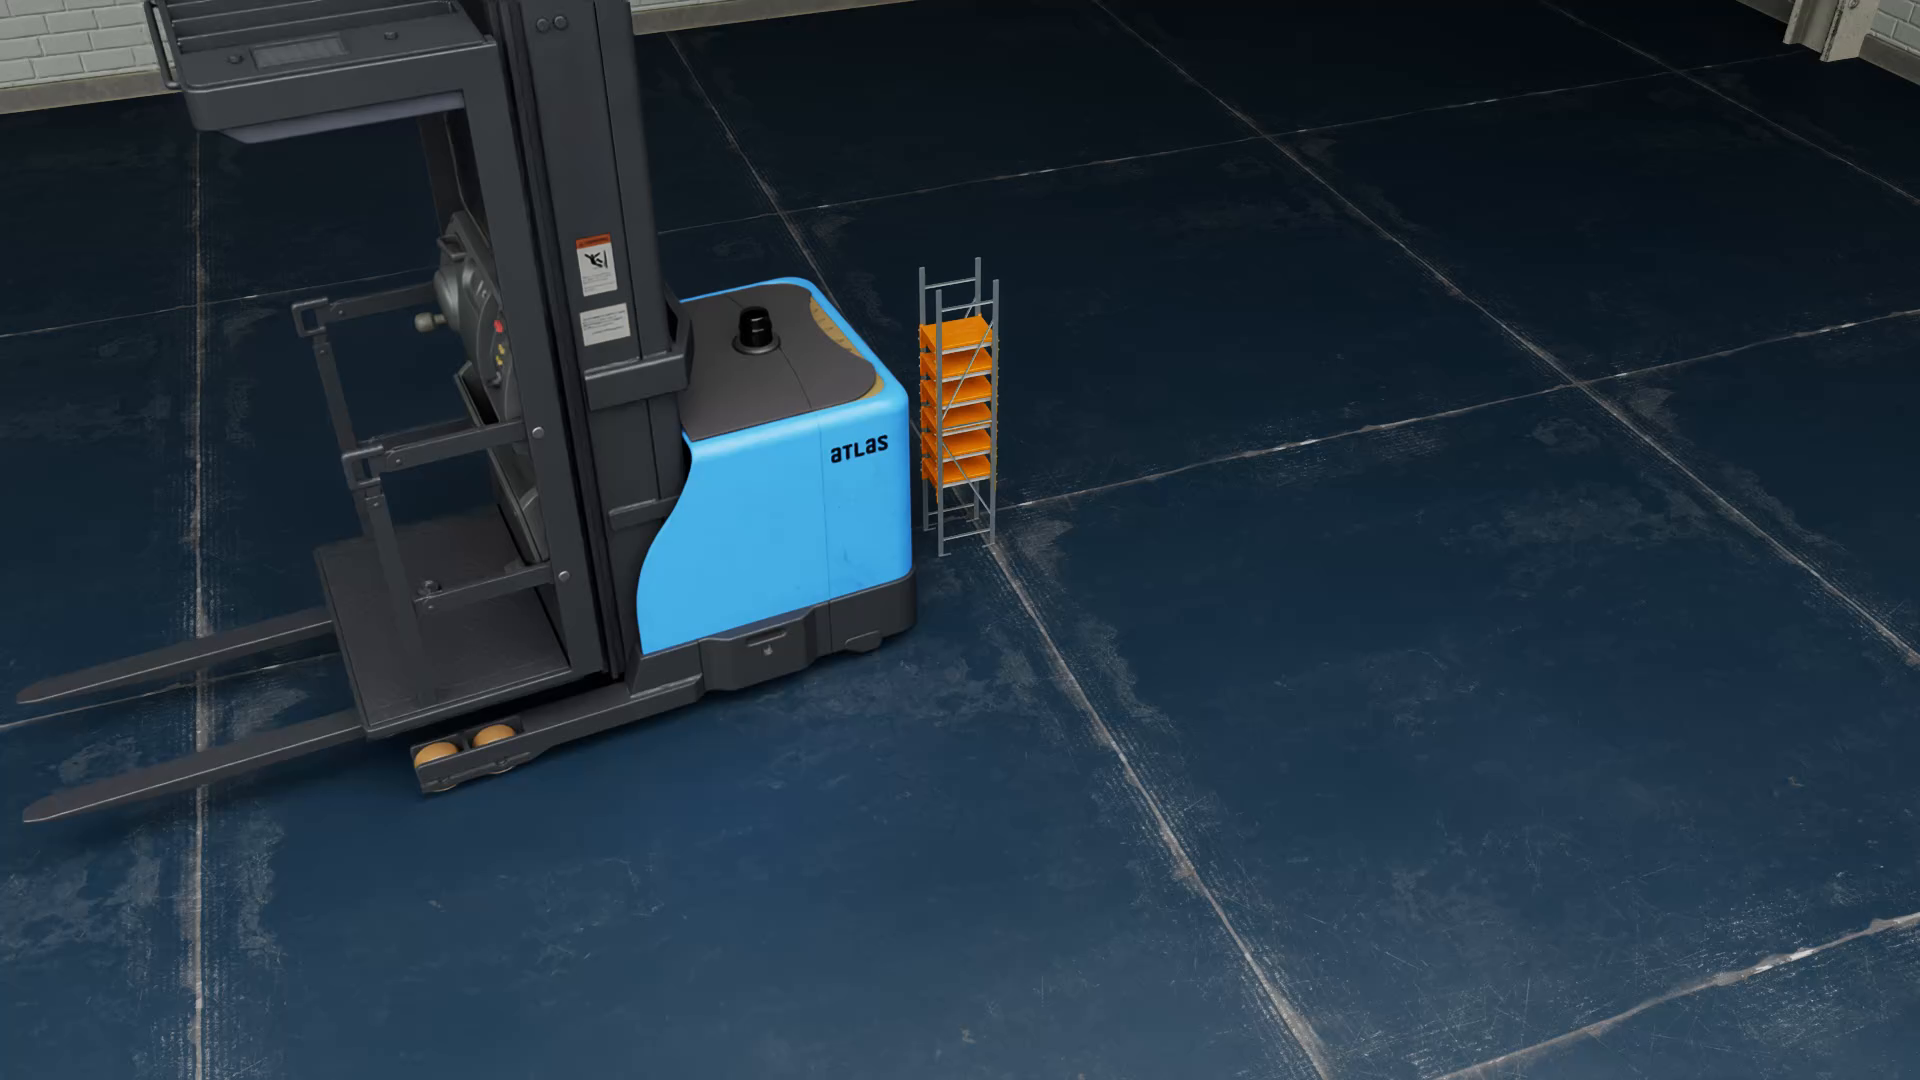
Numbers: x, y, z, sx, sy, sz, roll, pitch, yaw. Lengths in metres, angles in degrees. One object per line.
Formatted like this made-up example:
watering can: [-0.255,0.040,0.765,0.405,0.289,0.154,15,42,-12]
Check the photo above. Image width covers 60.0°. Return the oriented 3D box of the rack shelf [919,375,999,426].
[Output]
rack shelf: [-0.005,-0.548,6.354,0.258,0.103,0.180,-12,39,-16]

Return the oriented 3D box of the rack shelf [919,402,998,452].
rack shelf: [-0.005,-0.452,6.427,0.258,0.103,0.180,-12,39,-16]

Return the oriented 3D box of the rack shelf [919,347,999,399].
rack shelf: [-0.005,-0.644,6.282,0.258,0.103,0.180,-12,39,-16]

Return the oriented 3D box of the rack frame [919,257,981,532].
rack frame: [-0.036,-0.539,6.468,0.240,1.200,0.006,-12,39,-16]

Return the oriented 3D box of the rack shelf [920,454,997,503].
rack shelf: [-0.005,-0.260,6.571,0.258,0.103,0.180,-12,39,-16]

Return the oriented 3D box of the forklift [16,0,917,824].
forklift: [-1.717,-0.685,5.224,3.031,2.935,1.130,-16,40,-20]

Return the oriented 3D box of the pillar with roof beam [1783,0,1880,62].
pillar with roof beam: [1.714,-5.985,7.217,9.100,9.000,0.400,-12,39,-16]

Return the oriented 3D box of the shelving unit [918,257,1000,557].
shelving unit: [-0.005,-0.487,6.400,0.258,1.200,0.189,-12,39,-16]

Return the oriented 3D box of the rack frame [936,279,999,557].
rack frame: [0.026,-0.436,6.331,0.240,1.200,0.006,-12,39,-16]

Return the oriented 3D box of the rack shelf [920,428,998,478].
rack shelf: [-0.005,-0.356,6.499,0.258,0.103,0.180,-12,39,-16]

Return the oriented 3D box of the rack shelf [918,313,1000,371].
rack shelf: [-0.005,-0.739,6.210,0.258,0.103,0.180,-12,39,-16]
